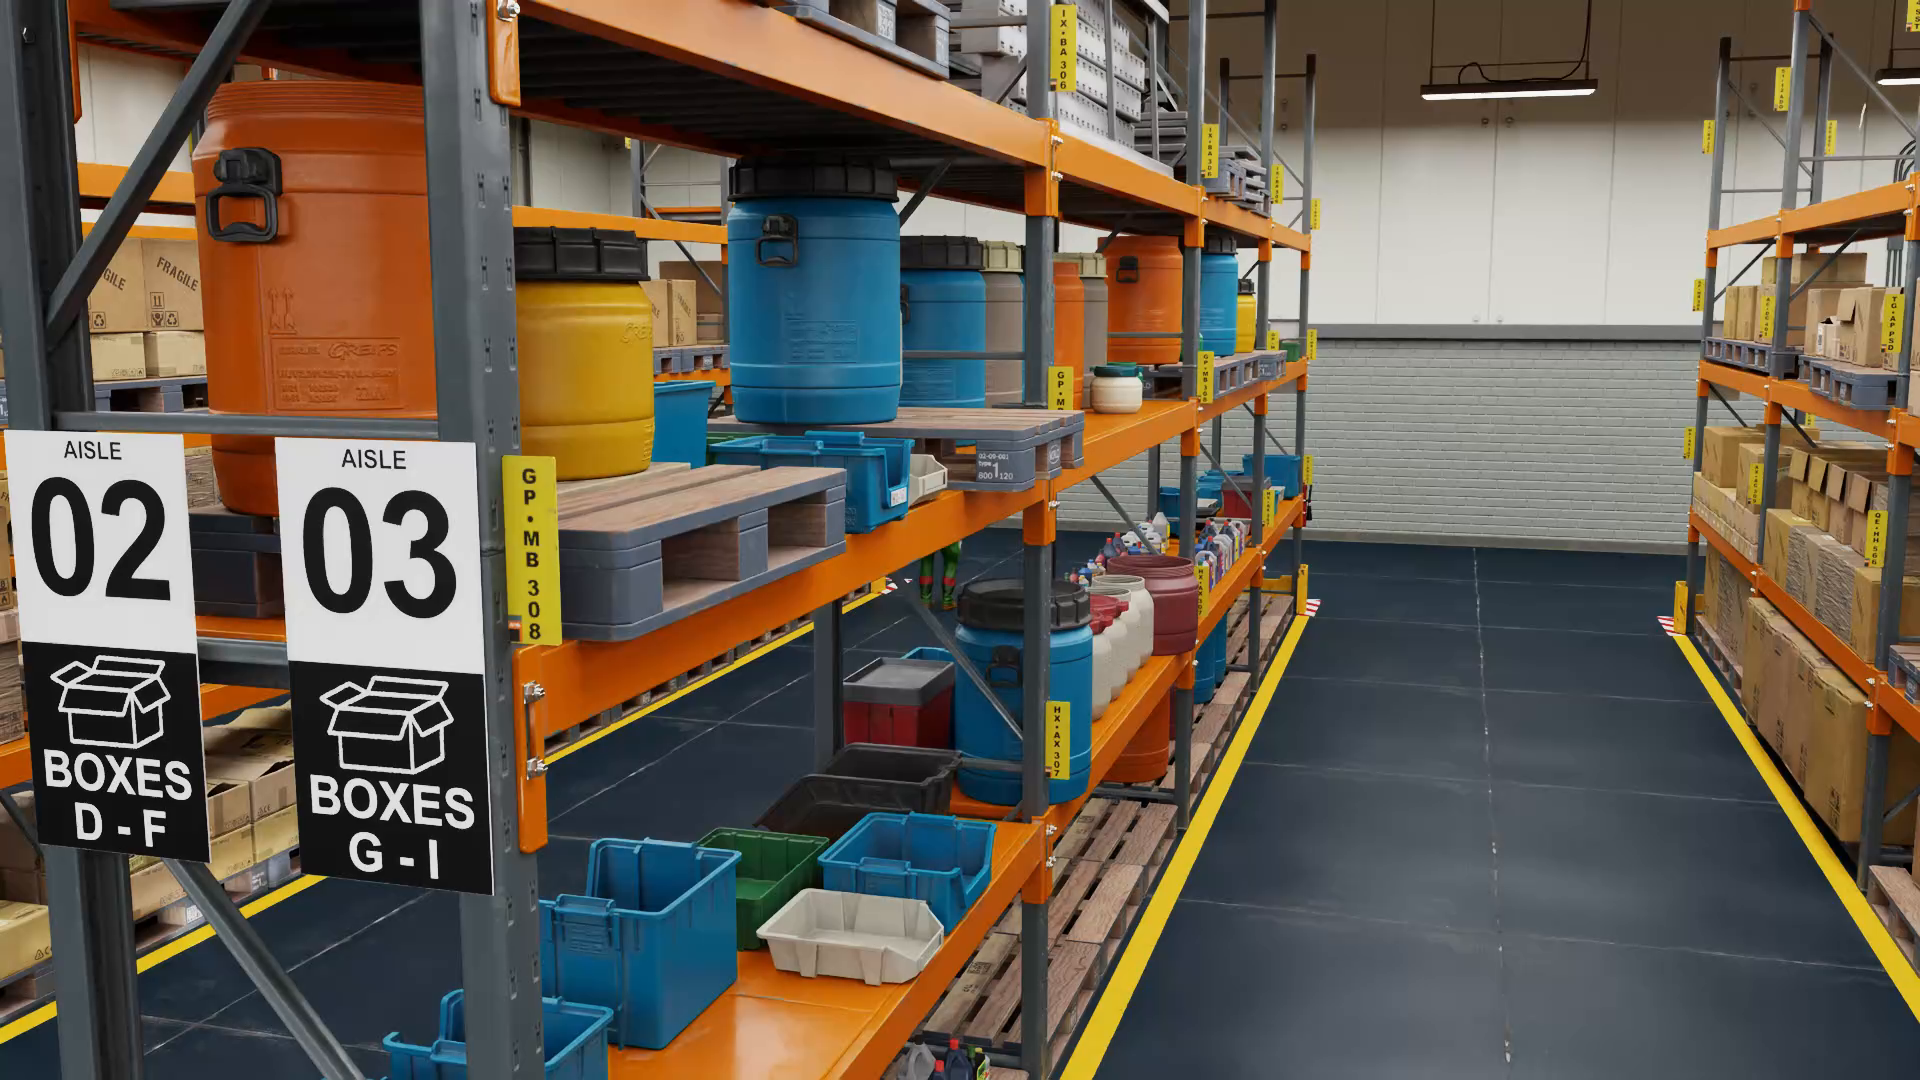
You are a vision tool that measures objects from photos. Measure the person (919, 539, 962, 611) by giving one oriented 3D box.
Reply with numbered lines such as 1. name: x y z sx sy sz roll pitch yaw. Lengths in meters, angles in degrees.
1. person: -0.214 -0.060 18.720 0.490 1.627 0.741 2 9 15
